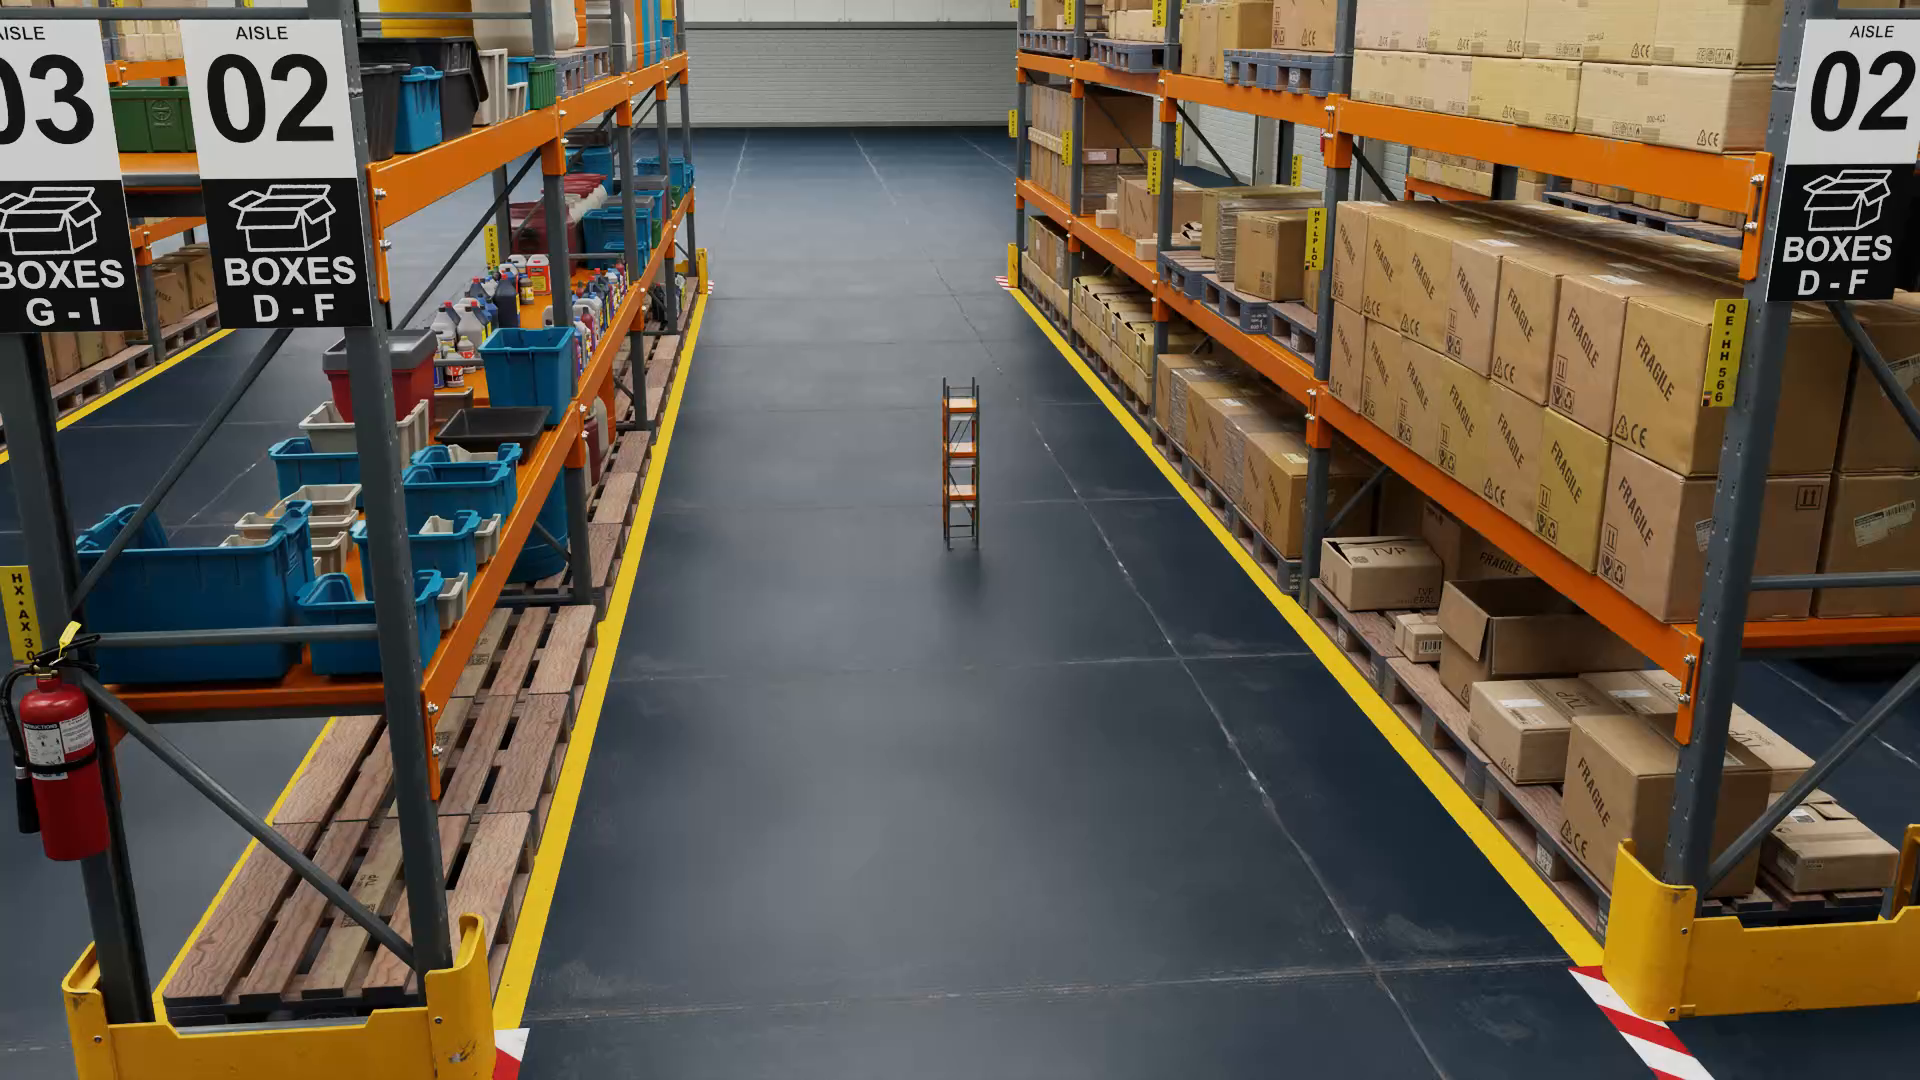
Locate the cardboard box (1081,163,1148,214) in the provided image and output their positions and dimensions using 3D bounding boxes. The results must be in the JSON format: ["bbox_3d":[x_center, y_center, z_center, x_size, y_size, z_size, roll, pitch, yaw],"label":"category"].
[{"bbox_3d":[1.560,-3.622,17.041,0.700,0.500,0.500,-2,18,-7],"label":"cardboard box"}]

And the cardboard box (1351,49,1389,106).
[{"bbox_3d":[2.241,-2.266,8.131,0.500,0.250,0.500,-2,18,-6],"label":"cardboard box"}]

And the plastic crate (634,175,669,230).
[{"bbox_3d":[-2.961,-3.187,15.712,0.402,0.464,0.583,-2,18,-6],"label":"plastic crate"}]

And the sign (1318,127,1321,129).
[{"bbox_3d":[6.268,-7.317,28.916,0.001,0.329,0.234,-2,18,-6],"label":"sign"}]

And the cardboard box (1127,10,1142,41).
[{"bbox_3d":[1.748,-4.431,14.325,0.500,0.250,0.500,-3,18,-10],"label":"cardboard box"}]

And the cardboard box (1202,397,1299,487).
[{"bbox_3d":[1.952,-0.663,11.220,0.500,0.500,0.500,-2,18,-8],"label":"cardboard box"}]

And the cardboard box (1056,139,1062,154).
[{"bbox_3d":[1.241,-4.253,17.965,0.380,0.149,0.250,-1,17,-4],"label":"cardboard box"}]

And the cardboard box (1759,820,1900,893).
[{"bbox_3d":[3.148,1.147,6.040,0.380,0.149,0.250,-2,18,-6],"label":"cardboard box"}]

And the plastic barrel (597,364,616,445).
[{"bbox_3d":[-2.836,-1.119,12.155,0.600,0.830,0.708,-2,18,-6],"label":"plastic barrel"}]

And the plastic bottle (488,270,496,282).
[{"bbox_3d":[-3.140,-1.657,11.141,0.061,0.283,0.133,-2,18,-6],"label":"plastic bottle"}]

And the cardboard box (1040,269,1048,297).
[{"bbox_3d":[1.186,-2.909,18.826,0.500,0.250,0.500,-2,18,-6],"label":"cardboard box"}]

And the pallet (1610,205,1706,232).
[{"bbox_3d":[6.706,-2.902,15.234,1.003,0.211,1.213,-2,18,-6],"label":"pallet"}]

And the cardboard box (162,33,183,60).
[{"bbox_3d":[-8.134,-4.945,16.664,0.500,0.250,0.500,-2,18,-8],"label":"cardboard box"}]

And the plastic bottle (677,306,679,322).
[{"bbox_3d":[-2.933,-2.335,17.043,0.097,0.201,0.097,0,17,0],"label":"plastic bottle"}]

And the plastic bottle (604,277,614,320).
[{"bbox_3d":[-2.319,-1.596,10.946,0.061,0.283,0.133,-2,18,-6],"label":"plastic bottle"}]

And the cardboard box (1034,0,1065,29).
[{"bbox_3d":[1.099,-5.877,18.280,0.500,0.500,0.500,-2,18,-6],"label":"cardboard box"}]

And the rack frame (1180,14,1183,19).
[{"bbox_3d":[2.028,-5.113,11.941,0.949,2.616,0.053,-2,18,-6],"label":"rack frame"}]

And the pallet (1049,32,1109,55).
[{"bbox_3d":[1.498,-5.085,17.006,1.003,0.211,1.213,-2,18,-6],"label":"pallet"}]

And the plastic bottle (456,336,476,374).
[{"bbox_3d":[-2.768,-1.038,9.308,0.097,0.201,0.097,0,17,0],"label":"plastic bottle"}]

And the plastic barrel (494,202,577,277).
[{"bbox_3d":[-3.252,-2.293,12.746,0.600,0.536,0.708,-2,18,-6],"label":"plastic barrel"}]

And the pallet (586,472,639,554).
[{"bbox_3d":[-2.658,-0.172,10.874,1.003,0.211,1.213,-2,18,-6],"label":"pallet"}]

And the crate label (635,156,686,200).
[{"bbox_3d":[-3.269,-3.959,18.222,0.502,0.435,0.616,-2,18,-6],"label":"crate label"}]

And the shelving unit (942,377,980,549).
[{"bbox_3d":[0.005,-0.485,10.469,0.215,1.050,0.252,-2,18,-6],"label":"shelving unit"}]

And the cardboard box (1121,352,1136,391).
[{"bbox_3d":[1.671,-1.442,14.152,0.500,0.250,0.500,-2,18,-6],"label":"cardboard box"}]

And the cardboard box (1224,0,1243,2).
[{"bbox_3d":[2.116,-3.925,11.327,0.500,0.500,0.500,-2,18,-6],"label":"cardboard box"}]

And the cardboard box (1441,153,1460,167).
[{"bbox_3d":[5.964,-4.631,19.386,0.500,0.500,0.500,-2,18,-7],"label":"cardboard box"}]

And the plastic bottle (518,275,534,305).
[{"bbox_3d":[-3.010,-1.737,11.534,0.097,0.201,0.097,0,17,0],"label":"plastic bottle"}]

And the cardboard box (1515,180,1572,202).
[{"bbox_3d":[6.188,-3.667,17.566,0.500,0.250,0.500,-2,18,-6],"label":"cardboard box"}]

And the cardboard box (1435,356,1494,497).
[{"bbox_3d":[2.378,-0.494,7.075,0.500,0.500,0.500,-2,18,-6],"label":"cardboard box"}]

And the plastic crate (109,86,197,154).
[{"bbox_3d":[-2.464,-1.331,5.254,0.450,0.188,0.336,-2,18,-6],"label":"plastic crate"}]

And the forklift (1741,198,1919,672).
[{"bbox_3d":[4.729,-1.134,9.396,1.130,2.935,3.031,-2,18,-7],"label":"forklift"}]

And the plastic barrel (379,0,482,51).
[{"bbox_3d":[-2.786,-2.894,8.865,0.600,0.588,0.600,0,17,0],"label":"plastic barrel"}]

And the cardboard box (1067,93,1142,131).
[{"bbox_3d":[1.506,-4.392,17.326,0.700,0.500,0.500,-2,18,-6],"label":"cardboard box"}]

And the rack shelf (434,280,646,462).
[{"bbox_3d":[-2.697,-1.160,10.565,1.077,0.370,4.000,-2,18,-6],"label":"rack shelf"}]

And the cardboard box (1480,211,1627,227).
[{"bbox_3d":[2.802,-1.289,7.938,0.500,0.500,0.500,-2,18,-7],"label":"cardboard box"}]

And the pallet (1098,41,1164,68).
[{"bbox_3d":[1.747,-4.125,14.115,1.003,0.211,1.213,-1,17,-3],"label":"pallet"}]

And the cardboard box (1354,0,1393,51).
[{"bbox_3d":[2.240,-2.505,8.056,0.500,0.250,0.500,-2,18,-6],"label":"cardboard box"}]

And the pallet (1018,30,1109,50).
[{"bbox_3d":[1.246,-5.812,19.322,1.003,0.211,1.213,-2,18,-6],"label":"pallet"}]

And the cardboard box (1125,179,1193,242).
[{"bbox_3d":[1.781,-2.955,14.915,0.500,0.500,0.500,-2,18,-6],"label":"cardboard box"}]

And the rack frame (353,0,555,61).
[{"bbox_3d":[-2.490,-3.770,7.661,1.000,3.000,0.127,-2,18,-6],"label":"rack frame"}]

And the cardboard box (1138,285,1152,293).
[{"bbox_3d":[1.999,-2.332,16.051,0.500,0.311,0.500,-1,17,-4],"label":"cardboard box"}]

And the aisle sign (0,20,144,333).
[{"bbox_3d":[-2.362,-0.925,4.277,0.394,0.787,0.004,-2,18,-6],"label":"aisle sign"}]

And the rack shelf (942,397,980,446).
[{"bbox_3d":[0.005,-0.746,10.387,0.215,0.259,0.240,-2,18,-6],"label":"rack shelf"}]

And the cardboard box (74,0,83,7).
[{"bbox_3d":[-8.542,-5.123,15.482,0.500,0.500,0.500,-2,18,-7],"label":"cardboard box"}]

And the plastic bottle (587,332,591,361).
[{"bbox_3d":[-2.192,-1.136,9.618,0.097,0.201,0.097,0,17,0],"label":"plastic bottle"}]

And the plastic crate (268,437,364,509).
[{"bbox_3d":[-2.545,-0.268,6.703,0.416,0.233,0.300,-2,18,-6],"label":"plastic crate"}]

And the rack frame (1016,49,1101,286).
[{"bbox_3d":[1.199,-4.635,20.431,1.000,3.000,0.127,-2,18,-6],"label":"rack frame"}]

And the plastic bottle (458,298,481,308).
[{"bbox_3d":[-2.980,-1.324,10.093,0.152,0.276,0.135,-2,18,-6],"label":"plastic bottle"}]

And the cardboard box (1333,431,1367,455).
[{"bbox_3d":[2.563,-0.387,10.340,0.500,0.500,0.500,-2,17,-5],"label":"cardboard box"}]

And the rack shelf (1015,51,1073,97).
[{"bbox_3d":[1.406,-5.127,18.192,1.077,0.370,4.000,-2,18,-6],"label":"rack shelf"}]

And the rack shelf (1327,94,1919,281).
[{"bbox_3d":[2.643,-1.551,6.804,1.077,0.370,4.000,-2,18,-6],"label":"rack shelf"}]

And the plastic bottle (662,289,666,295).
[{"bbox_3d":[-3.121,-2.492,17.427,0.097,0.271,0.097,0,17,0],"label":"plastic bottle"}]

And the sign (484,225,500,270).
[{"bbox_3d":[-3.449,-2.158,12.270,0.100,0.325,0.005,-2,18,-6],"label":"sign"}]
